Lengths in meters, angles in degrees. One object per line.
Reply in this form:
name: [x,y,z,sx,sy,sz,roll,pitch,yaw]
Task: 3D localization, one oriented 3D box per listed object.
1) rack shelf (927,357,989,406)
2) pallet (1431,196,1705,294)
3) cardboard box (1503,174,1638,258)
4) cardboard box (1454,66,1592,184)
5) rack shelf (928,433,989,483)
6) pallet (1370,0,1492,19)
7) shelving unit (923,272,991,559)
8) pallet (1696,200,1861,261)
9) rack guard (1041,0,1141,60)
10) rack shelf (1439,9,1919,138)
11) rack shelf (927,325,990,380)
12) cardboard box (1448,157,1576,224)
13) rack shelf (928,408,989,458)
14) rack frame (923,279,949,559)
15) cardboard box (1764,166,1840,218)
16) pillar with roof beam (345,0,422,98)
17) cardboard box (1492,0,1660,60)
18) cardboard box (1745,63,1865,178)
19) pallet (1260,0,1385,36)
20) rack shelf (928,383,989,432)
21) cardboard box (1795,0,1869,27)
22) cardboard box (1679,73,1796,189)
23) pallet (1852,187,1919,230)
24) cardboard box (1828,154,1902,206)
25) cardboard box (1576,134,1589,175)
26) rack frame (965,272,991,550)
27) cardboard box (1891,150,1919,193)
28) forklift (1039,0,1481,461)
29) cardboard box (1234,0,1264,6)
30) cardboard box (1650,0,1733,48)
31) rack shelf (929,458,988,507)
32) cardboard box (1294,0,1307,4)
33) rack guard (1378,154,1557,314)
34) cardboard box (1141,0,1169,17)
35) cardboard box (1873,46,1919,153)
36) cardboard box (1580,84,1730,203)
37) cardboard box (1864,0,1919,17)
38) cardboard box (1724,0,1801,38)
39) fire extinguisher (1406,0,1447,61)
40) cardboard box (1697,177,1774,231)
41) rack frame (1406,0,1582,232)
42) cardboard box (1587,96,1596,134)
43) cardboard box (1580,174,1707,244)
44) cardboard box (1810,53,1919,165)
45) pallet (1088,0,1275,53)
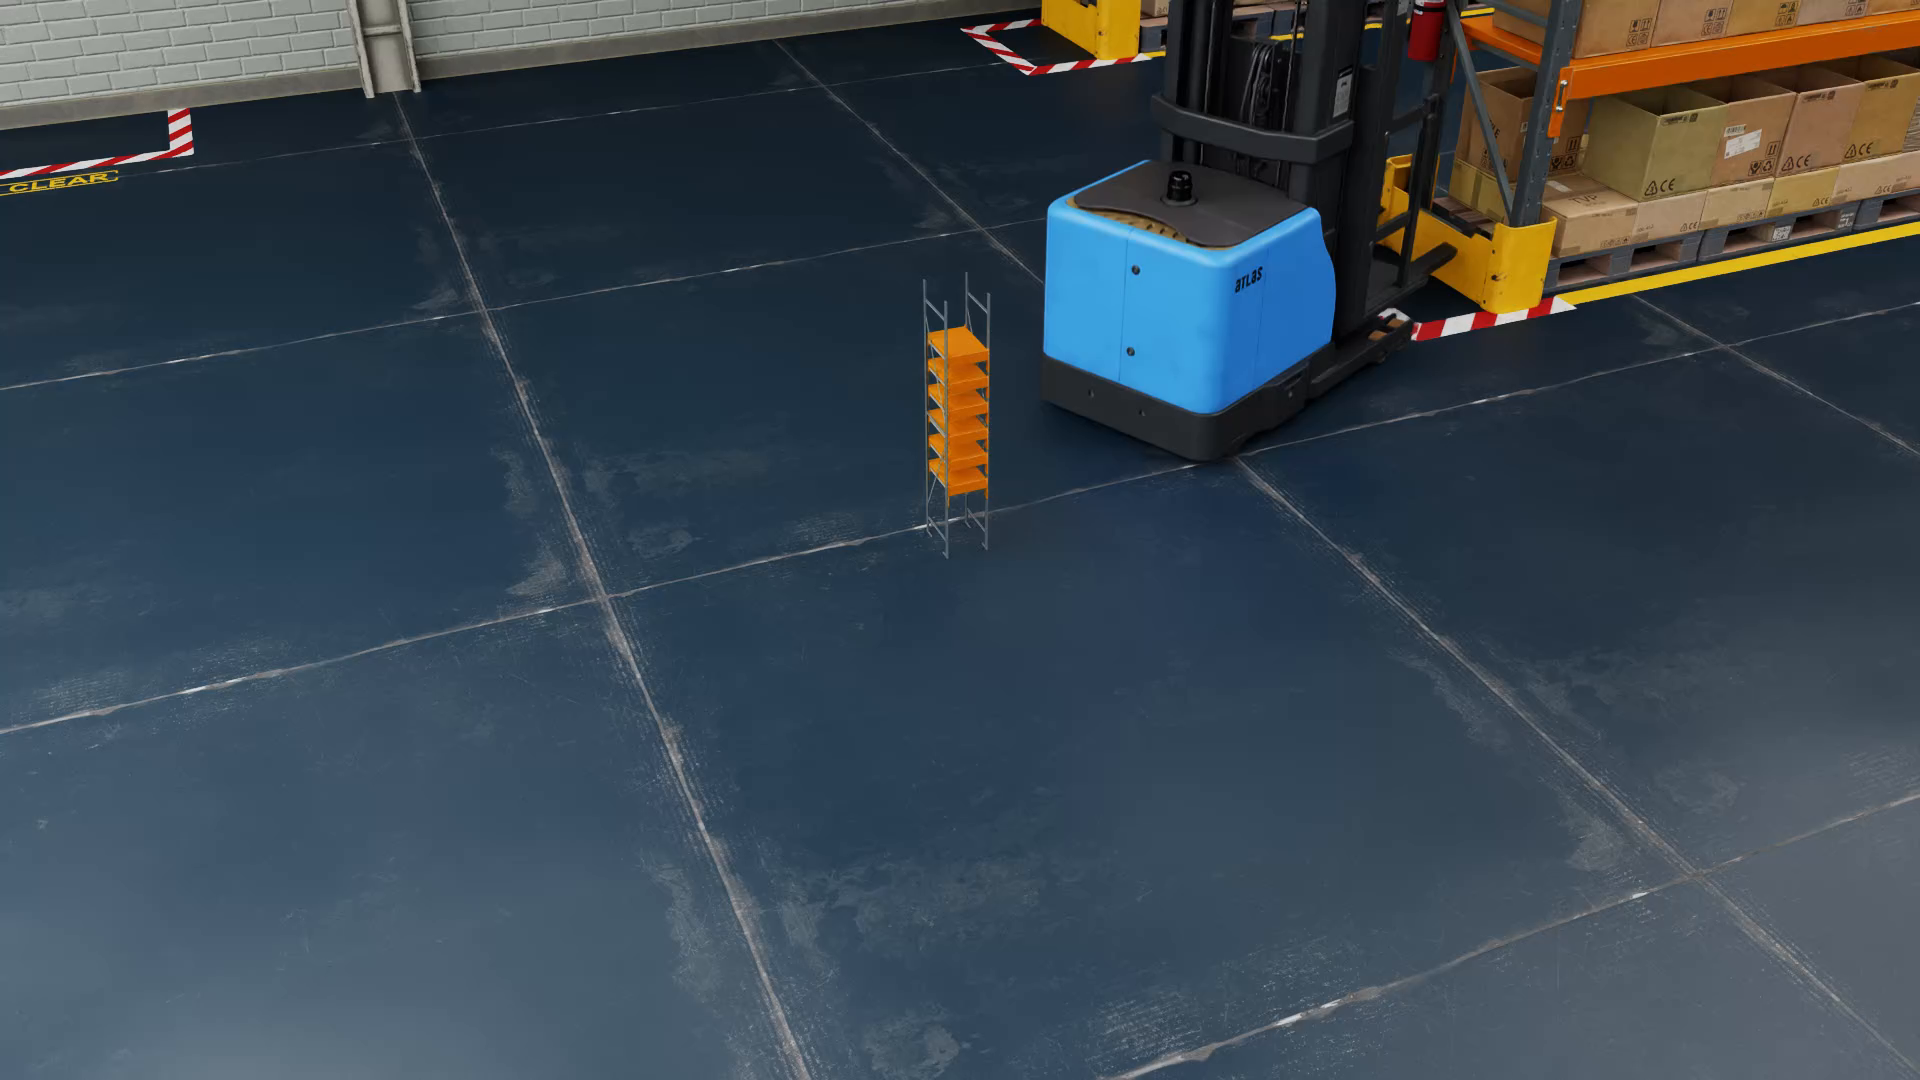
rack shelf: [-0.013,-0.664,6.811,0.180,0.103,0.258,-13,35,-19]
pallet: [3.583,-1.840,9.885,1.213,0.211,1.003,-13,35,-19]
cardboard box: [3.474,-1.852,9.481,0.500,0.250,0.500,-13,35,-19]
cardboard box: [3.273,-2.427,9.679,0.500,0.500,0.500,-13,35,-19]
rack shelf: [-0.013,-0.362,7.008,0.180,0.103,0.258,-13,35,-19]
pallet: [4.055,-4.833,14.484,1.213,0.211,1.003,-13,35,-19]
shelving unit: [-0.013,-0.500,6.918,0.189,1.200,0.258,-13,35,-19]
pallet: [4.706,-2.096,10.278,1.213,0.211,1.003,-13,35,-19]
rack guard: [1.043,-4.285,13.378,0.348,0.500,1.175,-13,35,-19]
rack shelf: [4.738,-2.947,9.689,4.000,0.370,1.077,-13,35,-19]
rack shelf: [-0.013,-0.764,6.746,0.180,0.103,0.258,-13,35,-19]
cardboard box: [3.274,-2.112,9.882,0.500,0.250,0.500,-13,35,-19]
rack shelf: [-0.013,-0.463,6.942,0.180,0.103,0.258,-13,35,-19]
rack frame: [-0.098,-0.481,6.888,0.006,1.200,0.240,-13,35,-19]
cardboard box: [4.858,-2.167,9.967,0.500,0.250,0.500,-13,35,-19]
pillar with roof beam: [-2.582,-4.983,6.657,0.400,9.000,9.100,-13,35,-19]
cardboard box: [3.329,-2.961,8.958,0.500,0.500,0.700,-13,35,-19]
cardboard box: [4.859,-2.481,9.762,0.500,0.500,0.500,-13,35,-19]
pallet: [2.929,-4.573,14.085,1.213,0.211,1.003,-13,35,-19]
rack shelf: [-0.013,-0.563,6.877,0.180,0.103,0.258,-13,35,-19]
cardboard box: [4.756,-3.289,9.463,0.500,0.500,0.700,-12,35,-18]
cardboard box: [4.391,-2.384,9.613,0.500,0.500,0.500,-13,35,-19]
pallet: [5.833,-2.356,10.677,1.213,0.211,1.003,-13,35,-19]
cardboard box: [5.319,-2.273,10.130,0.500,0.250,0.500,-13,35,-19]
cardboard box: [3.730,-2.224,10.053,0.500,0.250,0.500,-13,35,-19]
rack frame: [0.071,-0.519,6.948,0.006,1.200,0.240,-13,35,-19]
cardboard box: [5.774,-2.386,10.303,0.500,0.250,0.500,-13,35,-19]
forklift: [1.743,-2.315,8.121,1.130,2.935,3.031,26,41,34]
cardboard box: [2.171,-4.595,13.624,0.500,0.311,0.500,-10,34,-15]
cardboard box: [3.812,-3.074,9.132,0.500,0.500,0.700,-12,35,-18]
rack shelf: [-0.013,-0.261,7.073,0.180,0.103,0.258,-13,35,-19]
cardboard box: [2.867,-4.804,13.772,0.500,0.500,0.700,-15,36,-22]
rack guard: [2.872,-1.774,9.518,0.348,0.500,1.175,-13,35,-19]
cardboard box: [1.646,-4.475,13.439,0.500,0.311,0.500,-17,37,-24]
cardboard box: [5.773,-2.702,10.100,0.500,0.500,0.500,-13,35,-19]
cardboard box: [3.935,-2.272,9.441,0.500,0.500,0.500,-13,35,-19]
cardboard box: [5.227,-3.398,9.630,0.500,0.500,0.700,-12,35,-18]
cardboard box: [4.272,-3.176,9.289,0.500,0.500,0.700,-13,35,-19]
fire extinguisher: [2.605,-3.003,9.186,0.183,0.674,0.296,-13,35,-19]
cardboard box: [4.395,-2.064,9.808,0.500,0.250,0.500,-13,35,-19]
rack frame: [2.894,-2.827,8.844,0.127,3.000,1.000,-13,35,-19]
cardboard box: [4.189,-2.646,10.015,0.500,0.500,0.500,-13,35,-19]
cardboard box: [3.934,-1.959,9.647,0.500,0.250,0.500,-13,35,-19]
cardboard box: [5.314,-2.594,9.935,0.500,0.500,0.500,-13,35,-19]
pallet: [1.806,-4.318,13.693,1.213,0.211,1.003,-13,35,-19]
